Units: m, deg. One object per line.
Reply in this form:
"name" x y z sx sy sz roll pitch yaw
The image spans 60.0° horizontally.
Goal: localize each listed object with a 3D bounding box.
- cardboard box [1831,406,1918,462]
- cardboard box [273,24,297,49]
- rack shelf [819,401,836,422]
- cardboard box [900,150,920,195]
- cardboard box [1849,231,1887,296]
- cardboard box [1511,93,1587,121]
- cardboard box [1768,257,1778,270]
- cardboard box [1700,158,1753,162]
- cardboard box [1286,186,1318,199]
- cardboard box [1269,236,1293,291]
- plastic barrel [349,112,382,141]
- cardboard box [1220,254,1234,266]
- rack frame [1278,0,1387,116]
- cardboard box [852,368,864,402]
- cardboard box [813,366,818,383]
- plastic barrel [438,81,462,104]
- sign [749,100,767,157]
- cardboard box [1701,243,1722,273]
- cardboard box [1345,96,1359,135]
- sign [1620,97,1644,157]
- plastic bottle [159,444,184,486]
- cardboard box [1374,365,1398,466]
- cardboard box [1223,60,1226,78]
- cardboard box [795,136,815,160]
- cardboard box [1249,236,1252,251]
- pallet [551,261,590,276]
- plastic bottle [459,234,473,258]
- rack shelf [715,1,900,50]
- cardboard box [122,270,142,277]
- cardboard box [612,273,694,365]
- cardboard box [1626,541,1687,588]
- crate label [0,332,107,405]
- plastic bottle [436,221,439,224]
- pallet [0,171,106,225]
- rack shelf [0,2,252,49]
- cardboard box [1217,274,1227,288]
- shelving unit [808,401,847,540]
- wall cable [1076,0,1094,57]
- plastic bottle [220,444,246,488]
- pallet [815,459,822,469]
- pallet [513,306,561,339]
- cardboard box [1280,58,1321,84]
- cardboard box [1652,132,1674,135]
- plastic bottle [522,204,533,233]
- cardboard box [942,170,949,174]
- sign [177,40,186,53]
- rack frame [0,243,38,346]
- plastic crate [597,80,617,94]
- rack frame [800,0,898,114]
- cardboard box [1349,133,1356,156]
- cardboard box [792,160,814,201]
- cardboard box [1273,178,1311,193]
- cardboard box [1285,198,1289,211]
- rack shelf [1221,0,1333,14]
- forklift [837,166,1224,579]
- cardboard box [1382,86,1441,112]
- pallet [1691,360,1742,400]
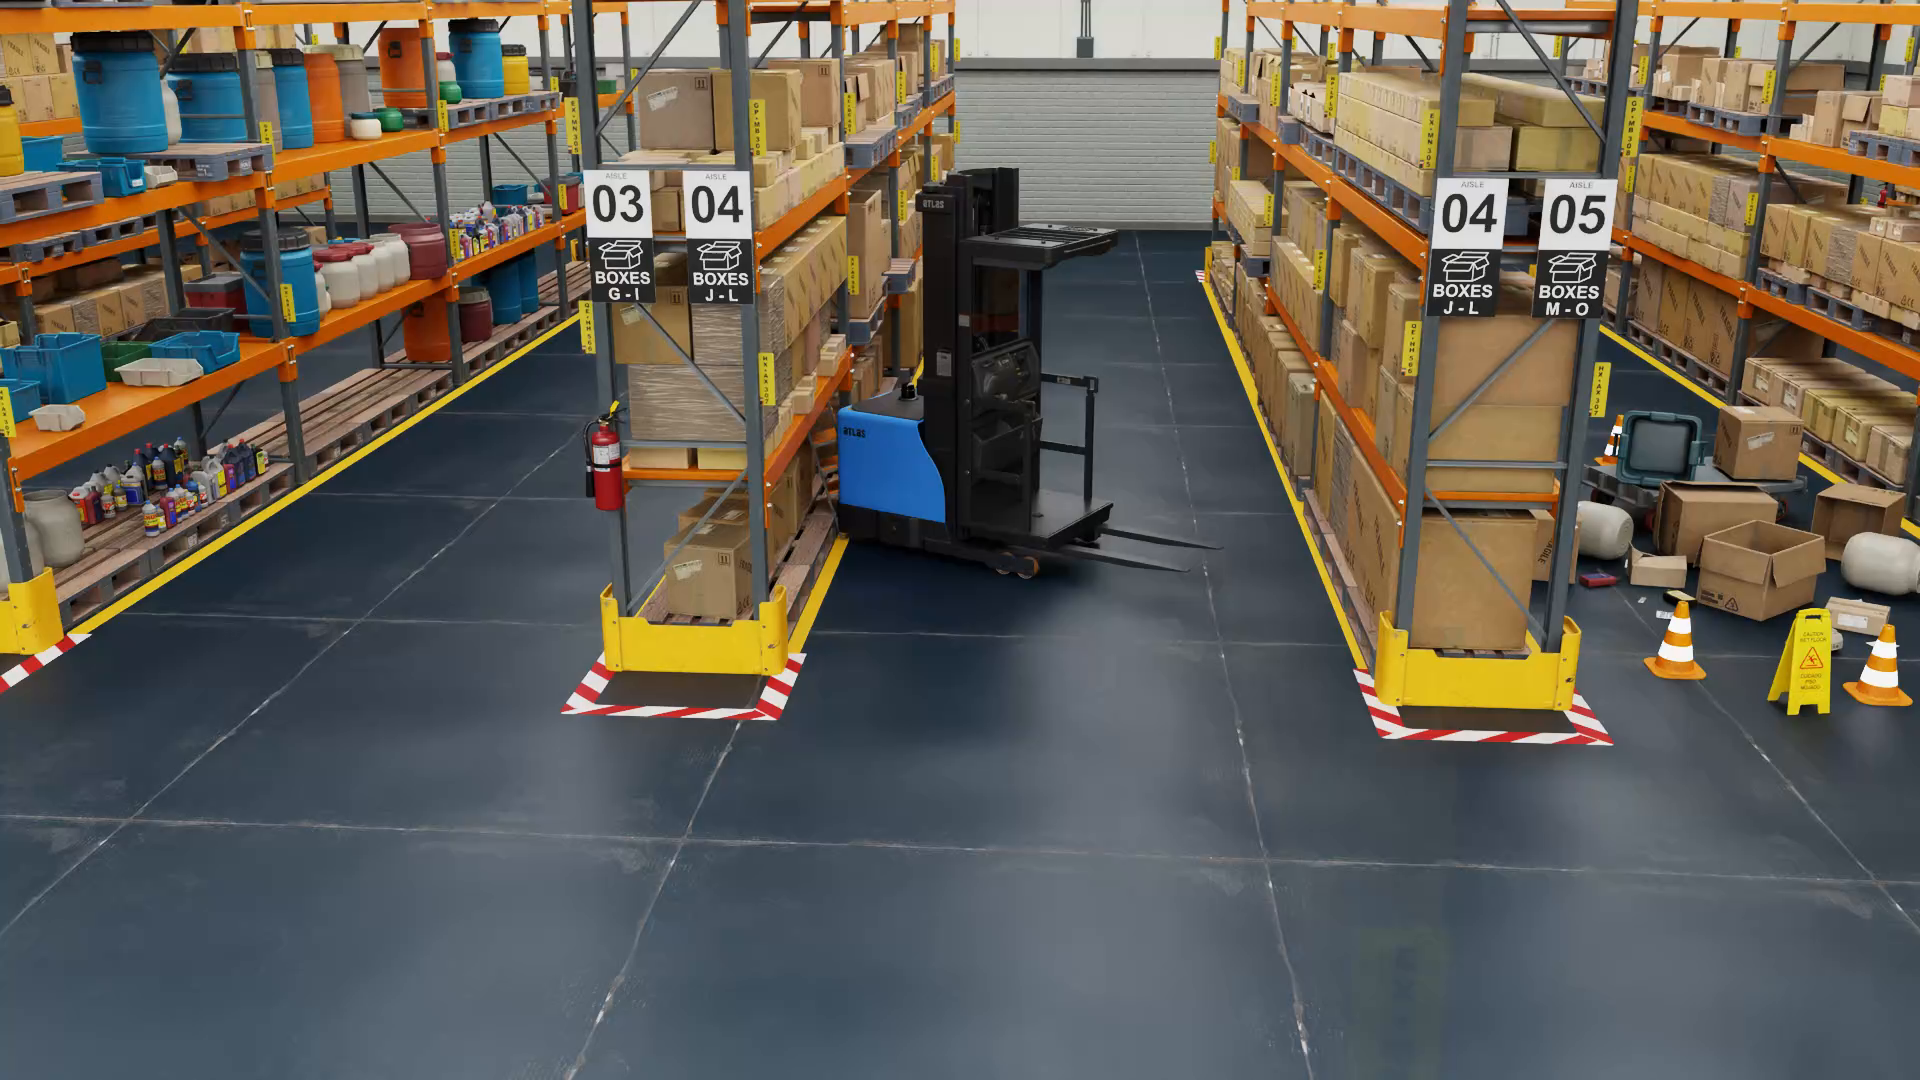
"cardboard box" 8.521 -0.949 15.048 0.950 0.372 0.625 2 18 7
"cardboard box" -10.487 -7.571 25.127 0.700 0.500 0.500 1 18 4
"rack shelf" -1.151 -1.014 13.446 0.258 0.148 0.480 -17 13 -3
"cardboard box" -0.911 -4.644 21.006 0.797 0.503 0.637 1 18 2
"cardboard box" 8.319 -2.463 14.811 0.500 0.500 0.500 2 18 6
"cardboard box" 3.585 -2.635 10.117 0.380 0.149 0.250 1 18 3
"cardboard box" 8.516 -2.838 16.995 0.380 0.149 0.250 0 18 1
"cardboard box" 9.200 -4.314 20.006 0.500 0.500 0.500 2 18 5
"cardboard box" 4.194 -4.246 20.338 0.380 0.149 0.250 1 18 2
"cardboard box" 3.479 -2.848 17.136 0.500 0.500 0.500 1 18 5
"plastic barrel" -5.958 -4.146 16.663 0.301 0.262 0.301 0 18 0
"cardboard box" 3.903 -3.981 23.705 0.380 0.149 0.250 2 18 5
"rack frame" 3.780 -5.784 16.624 1.000 3.000 0.127 1 18 4
"cardboard box" -1.288 -1.366 16.083 0.700 0.500 0.500 0 18 -1
"cardboard box" -1.308 -1.253 12.835 0.380 0.149 0.250 1 18 4
"plastic barrel" -5.795 -5.061 18.810 0.294 0.245 0.294 0 18 0
"sign" -1.192 -2.420 9.769 0.100 0.325 0.005 1 18 4
"cardboard box" 8.523 -3.105 18.323 0.500 0.250 0.500 2 18 5
"cardboard box" 3.144 -3.131 12.273 0.500 0.250 0.500 1 18 3
"sign" 3.760 -2.313 9.317 0.100 0.325 0.005 1 18 4
"plastic bottle" -6.715 -0.649 14.135 0.144 0.351 0.185 1 18 4
"cardboard box" 3.206 -0.808 10.830 0.875 0.550 0.550 1 18 4
"cardboard box" 4.026 -6.717 23.726 0.500 0.250 0.500 1 18 3
"cardboard box" -1.271 -2.860 12.118 0.380 0.149 0.250 2 18 6
"cardboard box" 3.377 -3.254 18.266 0.380 0.149 0.250 1 18 4
"pallet" -5.624 -4.090 25.567 1.003 0.211 1.213 1 18 4
"plastic bottle" -5.713 -3.398 19.175 0.152 0.276 0.135 1 18 4
"rack shelf" -1.303 -4.773 15.337 1.077 0.370 4.000 1 18 4
"cardboard box" -11.059 -3.251 21.834 0.500 0.500 0.500 2 18 5
"cardboard box" -1.940 -1.431 10.730 0.500 0.500 0.500 1 18 4
"cardboard box" 5.207 0.183 12.438 0.396 0.266 0.258 4 19 13
"crate label" -6.811 -1.296 12.504 0.502 0.435 0.616 1 18 4
"plastic bottle" -6.331 -3.718 20.141 0.061 0.283 0.133 1 18 4
"pallet" -6.517 -2.292 11.087 1.003 0.211 1.213 1 18 4
"rack shelf" -6.530 -3.642 11.883 1.077 0.370 4.000 1 18 4
"cardboard box" 3.893 -3.713 23.842 0.380 0.149 0.250 0 18 1
"shelving unit" -1.042 -0.647 13.536 0.258 1.200 0.503 -17 13 -3
"wall cable" 3.257 -11.619 29.264 2.277 5.999 0.120 1 18 4
"plastic bottle" -6.159 -0.628 14.070 0.144 0.351 0.185 0 18 1
"pallet" -1.392 -0.750 15.373 1.003 0.211 1.213 1 18 4
"pallet" -5.910 -2.865 21.827 1.003 0.211 1.213 1 18 4
"cardboard box" 3.550 -4.902 17.358 0.396 0.266 0.258 1 18 4
"cardboard box" 9.398 -5.338 22.088 0.380 0.149 0.250 1 18 2
"plastic bottle" -5.553 -4.112 21.235 0.144 0.351 0.185 1 18 4
"cardboard box" -0.393 -5.316 24.594 0.500 0.250 0.500 1 18 3
"sign" -10.200 -6.387 21.819 0.100 0.325 0.005 1 18 4
"rack frame" -11.040 -3.298 18.670 1.000 3.000 0.127 1 18 4
"plastic crate" -5.312 -6.683 24.524 0.450 0.188 0.336 1 18 4
"rack frame" -1.160 -5.926 17.058 1.000 3.000 0.127 1 18 4
"cardboard box" 3.074 -2.903 12.217 0.380 0.149 0.250 1 18 3
"cardboard box" -1.338 -2.565 11.857 0.500 0.250 0.500 2 18 6
"cardboard box" 4.354 -4.513 21.740 0.500 0.500 0.500 1 18 3
"cardboard box" 4.197 -4.111 20.402 0.380 0.149 0.250 2 18 6
"rack shelf" 4.210 -7.304 22.424 1.077 0.370 4.000 1 18 4
"forklift" 0.533 -1.290 12.653 3.031 2.935 1.130 11 21 30
"cardboard box" 2.984 -2.888 10.890 0.380 0.149 0.250 1 18 3
"pallet" 8.856 -1.772 18.493 1.003 0.211 1.213 1 18 4
